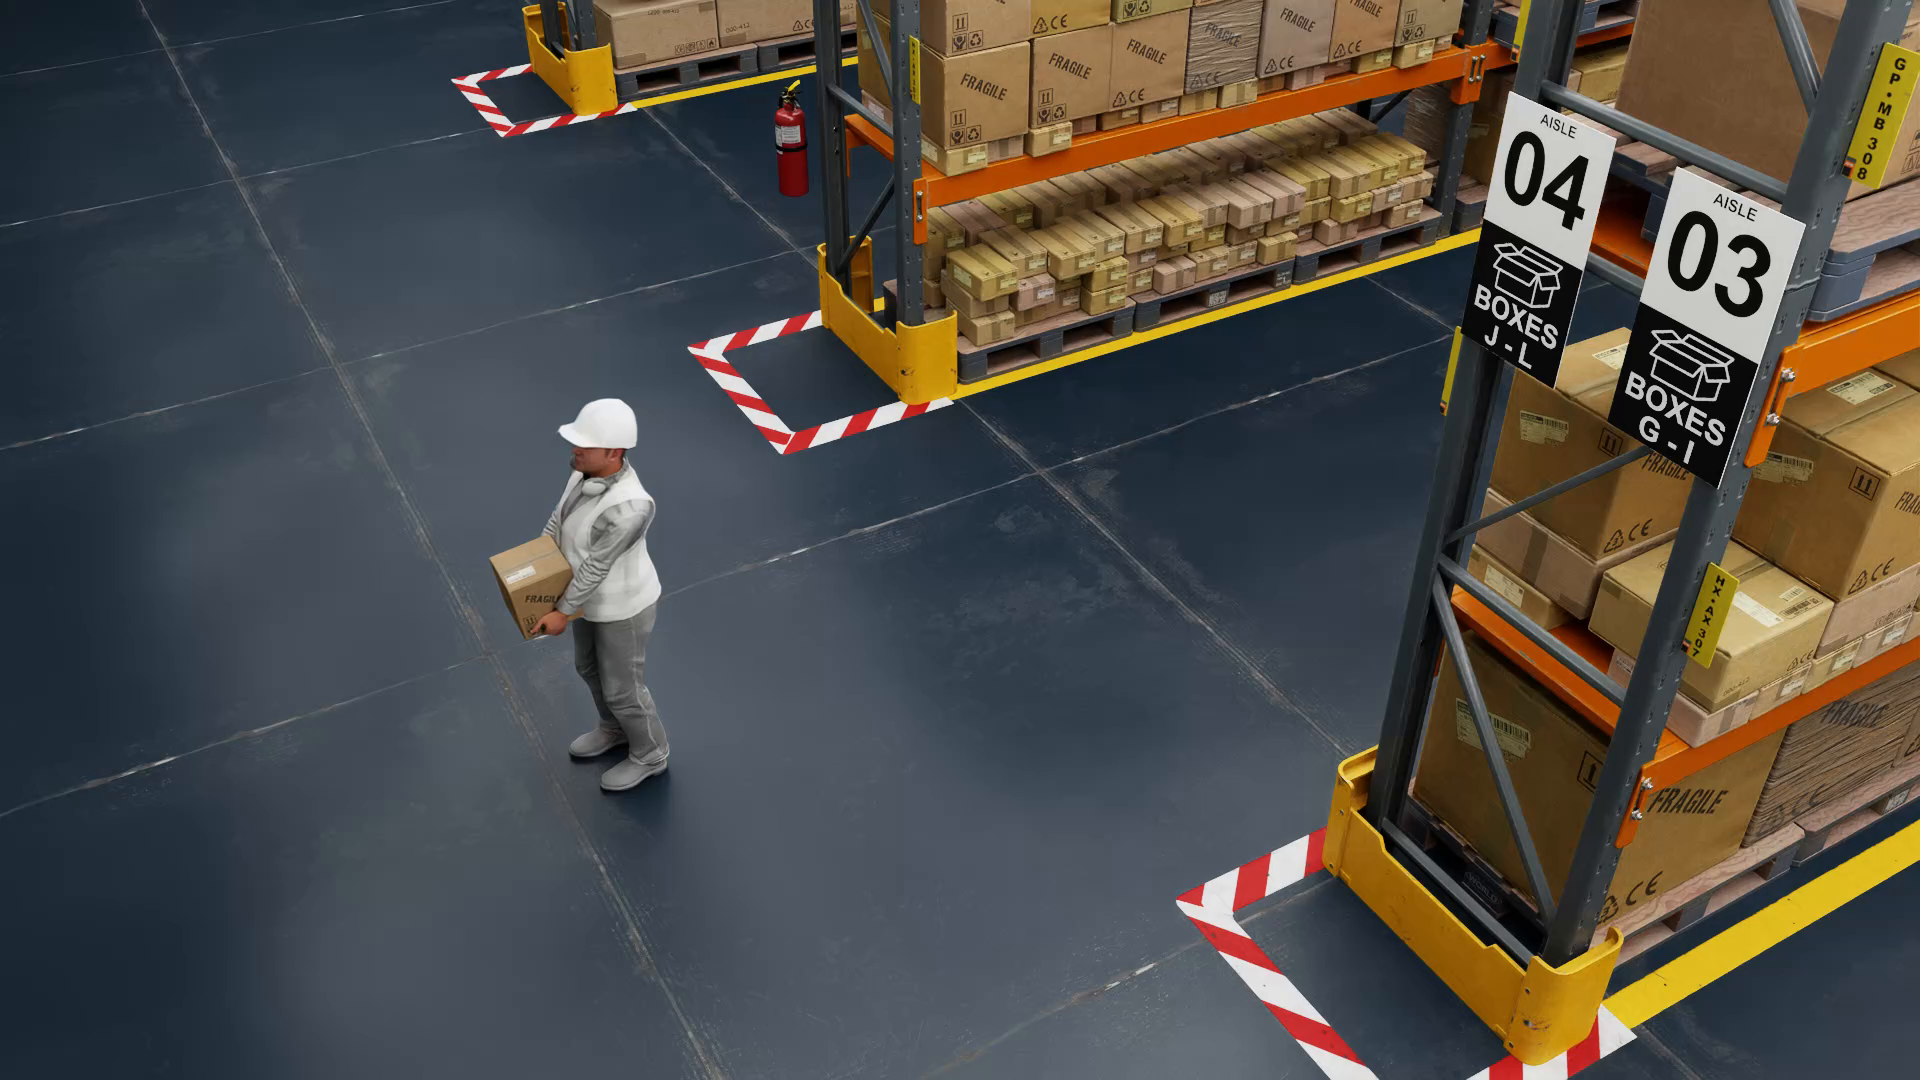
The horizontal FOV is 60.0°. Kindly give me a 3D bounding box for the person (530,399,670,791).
[{"bbox_3d":[-1.461,0.245,6.584,0.556,1.762,0.494,-19,41,-24],"label":"person"}]
